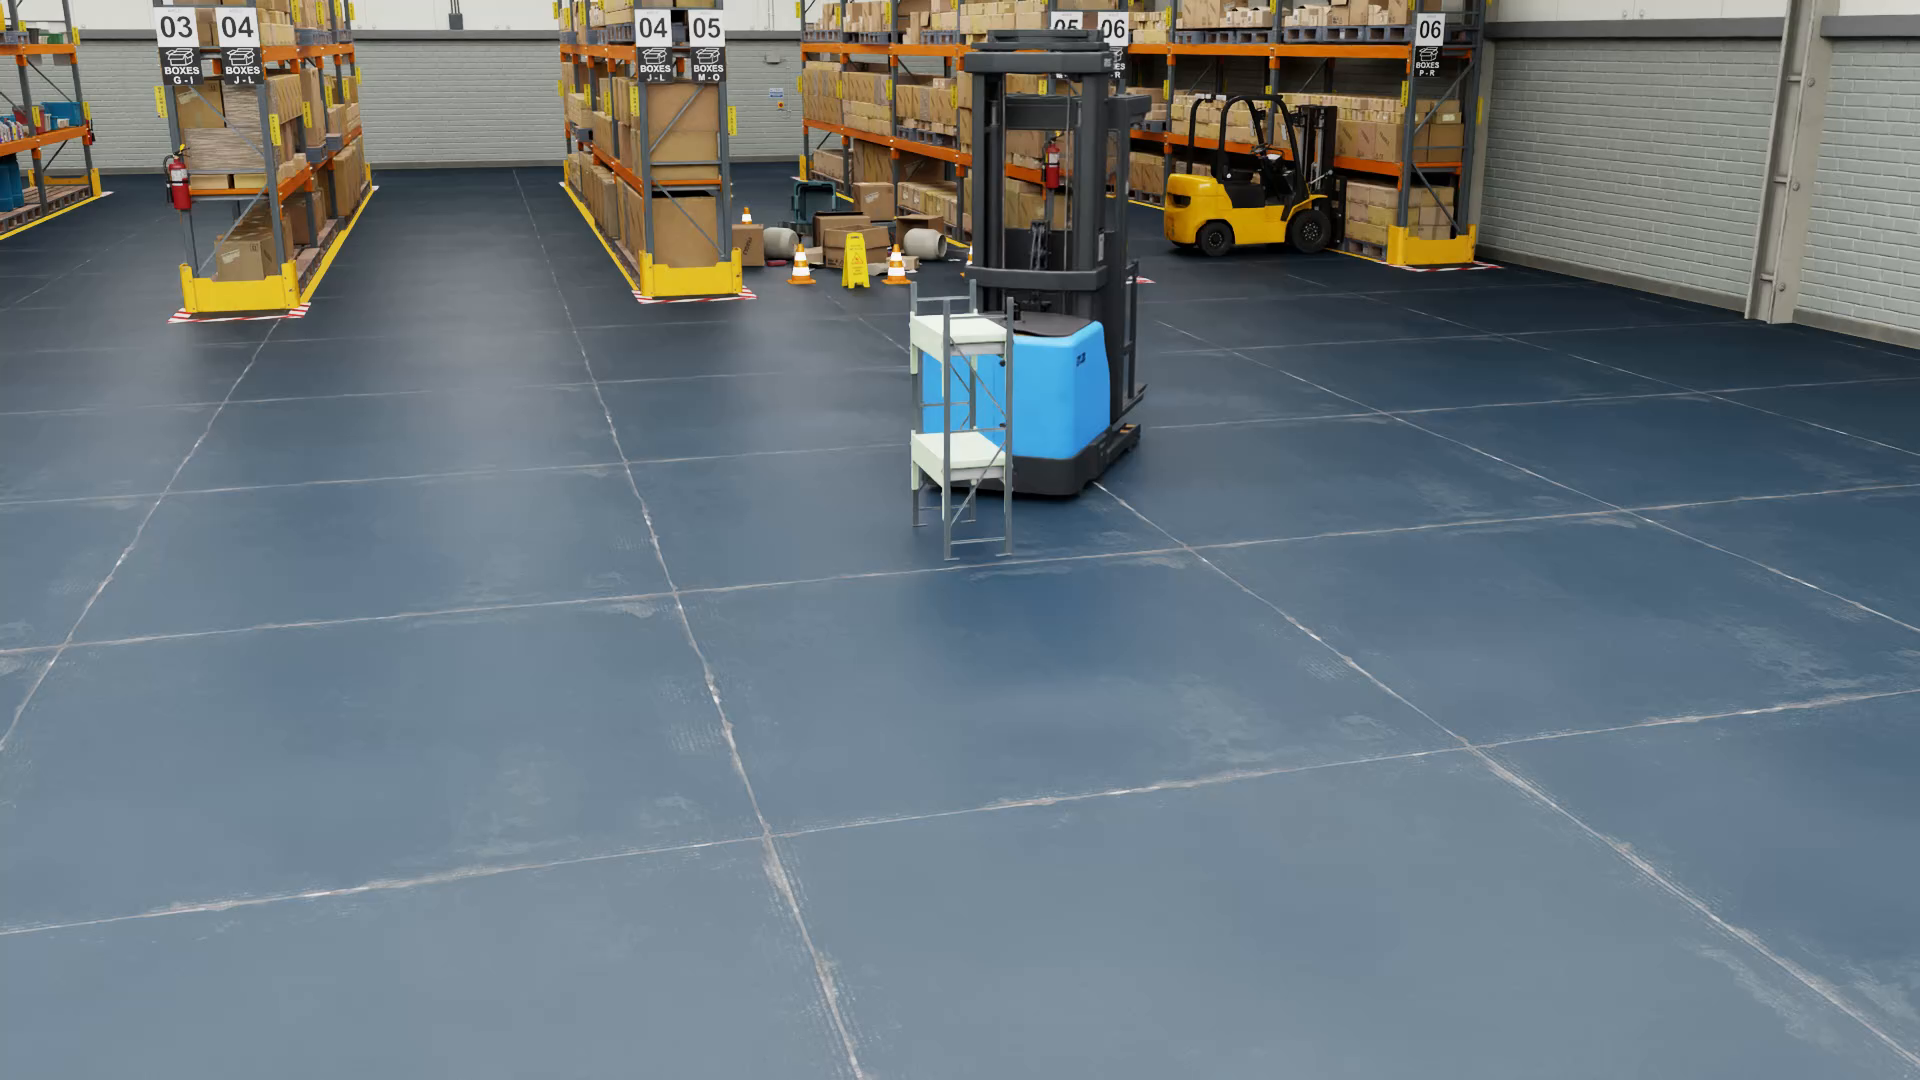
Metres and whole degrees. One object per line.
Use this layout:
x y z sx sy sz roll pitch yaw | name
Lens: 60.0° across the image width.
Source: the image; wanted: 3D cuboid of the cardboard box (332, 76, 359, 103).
-11.988 -8.746 32.296 0.500 0.500 0.500 -4 17 -15 | cardboard box

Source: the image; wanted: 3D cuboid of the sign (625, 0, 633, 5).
-3.706 -6.153 18.605 0.100 0.325 0.005 -5 17 -15 | sign

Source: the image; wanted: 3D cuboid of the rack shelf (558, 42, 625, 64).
-7.028 -9.334 31.847 1.077 0.370 4.000 -5 17 -15 | rack shelf

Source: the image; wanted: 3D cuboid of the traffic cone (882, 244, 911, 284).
-0.781 -3.409 20.495 0.336 0.463 0.334 -5 17 -15 | traffic cone

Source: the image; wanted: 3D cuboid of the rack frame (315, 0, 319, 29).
-10.176 -9.091 24.574 1.000 3.000 0.127 -5 17 -15 | rack frame

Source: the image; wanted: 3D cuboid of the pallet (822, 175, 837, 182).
-2.219 -7.327 33.977 1.003 0.211 1.213 -5 17 -15 | pallet

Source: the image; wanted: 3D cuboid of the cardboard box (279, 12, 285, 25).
-8.471 -6.382 20.338 0.380 0.149 0.250 -5 18 -17 | cardboard box

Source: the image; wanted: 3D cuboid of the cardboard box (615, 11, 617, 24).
-4.089 -6.492 20.671 0.380 0.149 0.250 -4 17 -15 | cardboard box

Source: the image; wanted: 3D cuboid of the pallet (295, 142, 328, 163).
-9.147 -5.242 22.524 1.003 0.211 1.213 -5 17 -15 | pallet

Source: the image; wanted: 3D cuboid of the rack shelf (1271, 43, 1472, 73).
5.773 -6.827 23.502 1.077 0.370 4.000 -5 17 -15 | rack shelf

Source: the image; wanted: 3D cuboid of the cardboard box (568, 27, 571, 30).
-6.850 -9.400 30.209 0.500 0.250 0.500 -6 18 -18 | cardboard box

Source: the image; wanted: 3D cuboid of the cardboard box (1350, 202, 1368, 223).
5.761 -4.555 23.083 0.500 0.250 0.500 -5 17 -16 | cardboard box

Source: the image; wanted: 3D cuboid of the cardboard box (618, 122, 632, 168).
-3.959 -5.137 21.579 0.875 0.550 0.550 -5 17 -15 | cardboard box

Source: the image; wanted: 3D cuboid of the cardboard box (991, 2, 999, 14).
0.635 -7.124 22.291 0.380 0.149 0.250 -5 17 -16 | cardboard box

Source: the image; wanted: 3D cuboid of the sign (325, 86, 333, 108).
-9.657 -6.780 25.434 0.100 0.325 0.005 -5 17 -15 | sign

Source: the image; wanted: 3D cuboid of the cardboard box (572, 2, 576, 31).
-6.480 -9.260 29.449 0.700 0.500 0.500 -5 17 -15 | cardboard box

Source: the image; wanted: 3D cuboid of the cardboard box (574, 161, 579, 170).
-7.170 -7.168 31.793 0.380 0.149 0.250 -6 18 -18 | cardboard box

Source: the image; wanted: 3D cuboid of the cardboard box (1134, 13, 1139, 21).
3.388 -9.523 30.279 0.380 0.149 0.250 -5 17 -15 | cardboard box

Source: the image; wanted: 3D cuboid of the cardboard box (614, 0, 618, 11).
-3.996 -6.655 20.520 0.500 0.250 0.500 -5 17 -15 | cardboard box

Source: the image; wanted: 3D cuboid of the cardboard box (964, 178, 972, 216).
0.354 -4.954 23.975 0.500 0.500 0.500 -4 17 -13 | cardboard box

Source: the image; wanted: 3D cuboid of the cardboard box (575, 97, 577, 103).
-6.231 -7.330 27.812 0.380 0.149 0.250 -5 17 -15 | cardboard box

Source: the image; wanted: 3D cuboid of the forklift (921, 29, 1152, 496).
0.697 -2.071 11.752 1.130 2.935 3.031 6 18 18 | forklift

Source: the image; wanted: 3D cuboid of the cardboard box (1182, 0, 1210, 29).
4.089 -8.909 28.104 0.500 0.500 0.500 -5 17 -15 | cardboard box

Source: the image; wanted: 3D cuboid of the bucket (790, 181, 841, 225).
-2.026 -4.780 23.700 0.726 0.611 0.620 1 7 4 | bucket

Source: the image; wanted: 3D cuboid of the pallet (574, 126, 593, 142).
-5.677 -6.679 27.306 1.213 0.211 1.003 -5 17 -15 | pallet

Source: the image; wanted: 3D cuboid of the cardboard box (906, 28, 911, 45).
-0.654 -8.202 27.064 0.396 0.266 0.258 -5 17 -15 | cardboard box

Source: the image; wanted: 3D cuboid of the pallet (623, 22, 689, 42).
-3.395 -5.968 19.545 1.003 0.211 1.213 -5 17 -15 | pallet

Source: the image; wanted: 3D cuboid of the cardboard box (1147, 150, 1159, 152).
3.800 -7.382 31.801 0.380 0.149 0.250 -4 17 -14 | cardboard box

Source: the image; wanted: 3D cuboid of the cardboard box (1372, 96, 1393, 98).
6.038 -6.223 23.636 0.380 0.149 0.250 -5 17 -15 | cardboard box

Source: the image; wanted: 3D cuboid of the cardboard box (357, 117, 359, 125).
-11.751 -8.027 31.898 0.380 0.149 0.250 -4 17 -14 | cardboard box

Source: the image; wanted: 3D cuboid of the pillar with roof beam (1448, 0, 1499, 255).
2.859 -7.979 20.871 9.100 9.000 0.400 -5 17 -15 | pillar with roof beam

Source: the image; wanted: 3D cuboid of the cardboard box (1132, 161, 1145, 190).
3.527 -6.782 30.932 0.500 0.500 0.500 -4 17 -13 | cardboard box

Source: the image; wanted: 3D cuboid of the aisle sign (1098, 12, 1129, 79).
1.866 -6.041 20.329 0.394 0.787 0.004 -5 17 -15 | aisle sign

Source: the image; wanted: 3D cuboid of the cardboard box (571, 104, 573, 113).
-6.596 -7.552 29.067 0.380 0.149 0.250 -5 18 -18 | cardboard box

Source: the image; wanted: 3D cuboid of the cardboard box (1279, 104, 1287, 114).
5.058 -6.538 25.202 0.380 0.149 0.250 -5 17 -16 | cardboard box

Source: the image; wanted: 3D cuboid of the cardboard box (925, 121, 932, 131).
-0.339 -6.527 26.172 0.380 0.149 0.250 -4 17 -14 | cardboard box

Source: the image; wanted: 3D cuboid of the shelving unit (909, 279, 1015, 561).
0.002 -0.716 9.730 0.431 1.500 0.755 -5 17 -15 | shelving unit

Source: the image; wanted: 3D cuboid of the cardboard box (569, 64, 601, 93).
-6.868 -8.466 30.494 0.500 0.500 0.500 -5 18 -17 | cardboard box

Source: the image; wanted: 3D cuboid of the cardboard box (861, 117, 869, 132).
-1.482 -7.468 29.861 0.500 0.250 0.500 -5 17 -16 | cardboard box

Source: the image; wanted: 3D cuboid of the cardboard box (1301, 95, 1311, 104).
5.235 -6.463 24.436 0.380 0.149 0.250 -4 17 -14 | cardboard box

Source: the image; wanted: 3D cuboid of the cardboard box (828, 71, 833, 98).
-2.274 -8.884 32.402 0.500 0.500 0.500 -5 17 -16 | cardboard box

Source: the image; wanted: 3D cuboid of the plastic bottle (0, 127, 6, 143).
-15.279 -6.448 26.419 0.152 0.276 0.135 -5 17 -15 | plastic bottle

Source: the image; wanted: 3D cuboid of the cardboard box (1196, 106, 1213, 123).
4.274 -7.135 27.884 0.500 0.250 0.500 -5 17 -17 | cardboard box

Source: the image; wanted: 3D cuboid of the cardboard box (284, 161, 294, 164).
-8.337 -4.539 20.284 0.380 0.149 0.250 -5 17 -15 | cardboard box

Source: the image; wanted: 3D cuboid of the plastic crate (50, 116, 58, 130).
-16.326 -7.440 29.692 0.416 0.233 0.300 -5 17 -15 | plastic crate

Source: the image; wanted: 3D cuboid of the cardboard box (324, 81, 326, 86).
-10.538 -7.130 26.557 0.797 0.503 0.637 -4 17 -14 | cardboard box

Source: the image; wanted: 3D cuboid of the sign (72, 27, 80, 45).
-16.612 -9.473 31.244 0.100 0.325 0.005 -5 17 -15 | sign

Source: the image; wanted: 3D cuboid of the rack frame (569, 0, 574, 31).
-6.479 -10.562 29.470 1.000 3.000 0.127 -5 17 -15 | rack frame

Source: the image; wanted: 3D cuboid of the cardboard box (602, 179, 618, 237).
-4.537 -4.764 23.778 1.050 0.750 0.750 -5 17 -16 | cardboard box

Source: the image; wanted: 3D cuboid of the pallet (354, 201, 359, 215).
-10.991 -5.781 28.831 1.003 0.211 1.213 -5 17 -15 | pallet
